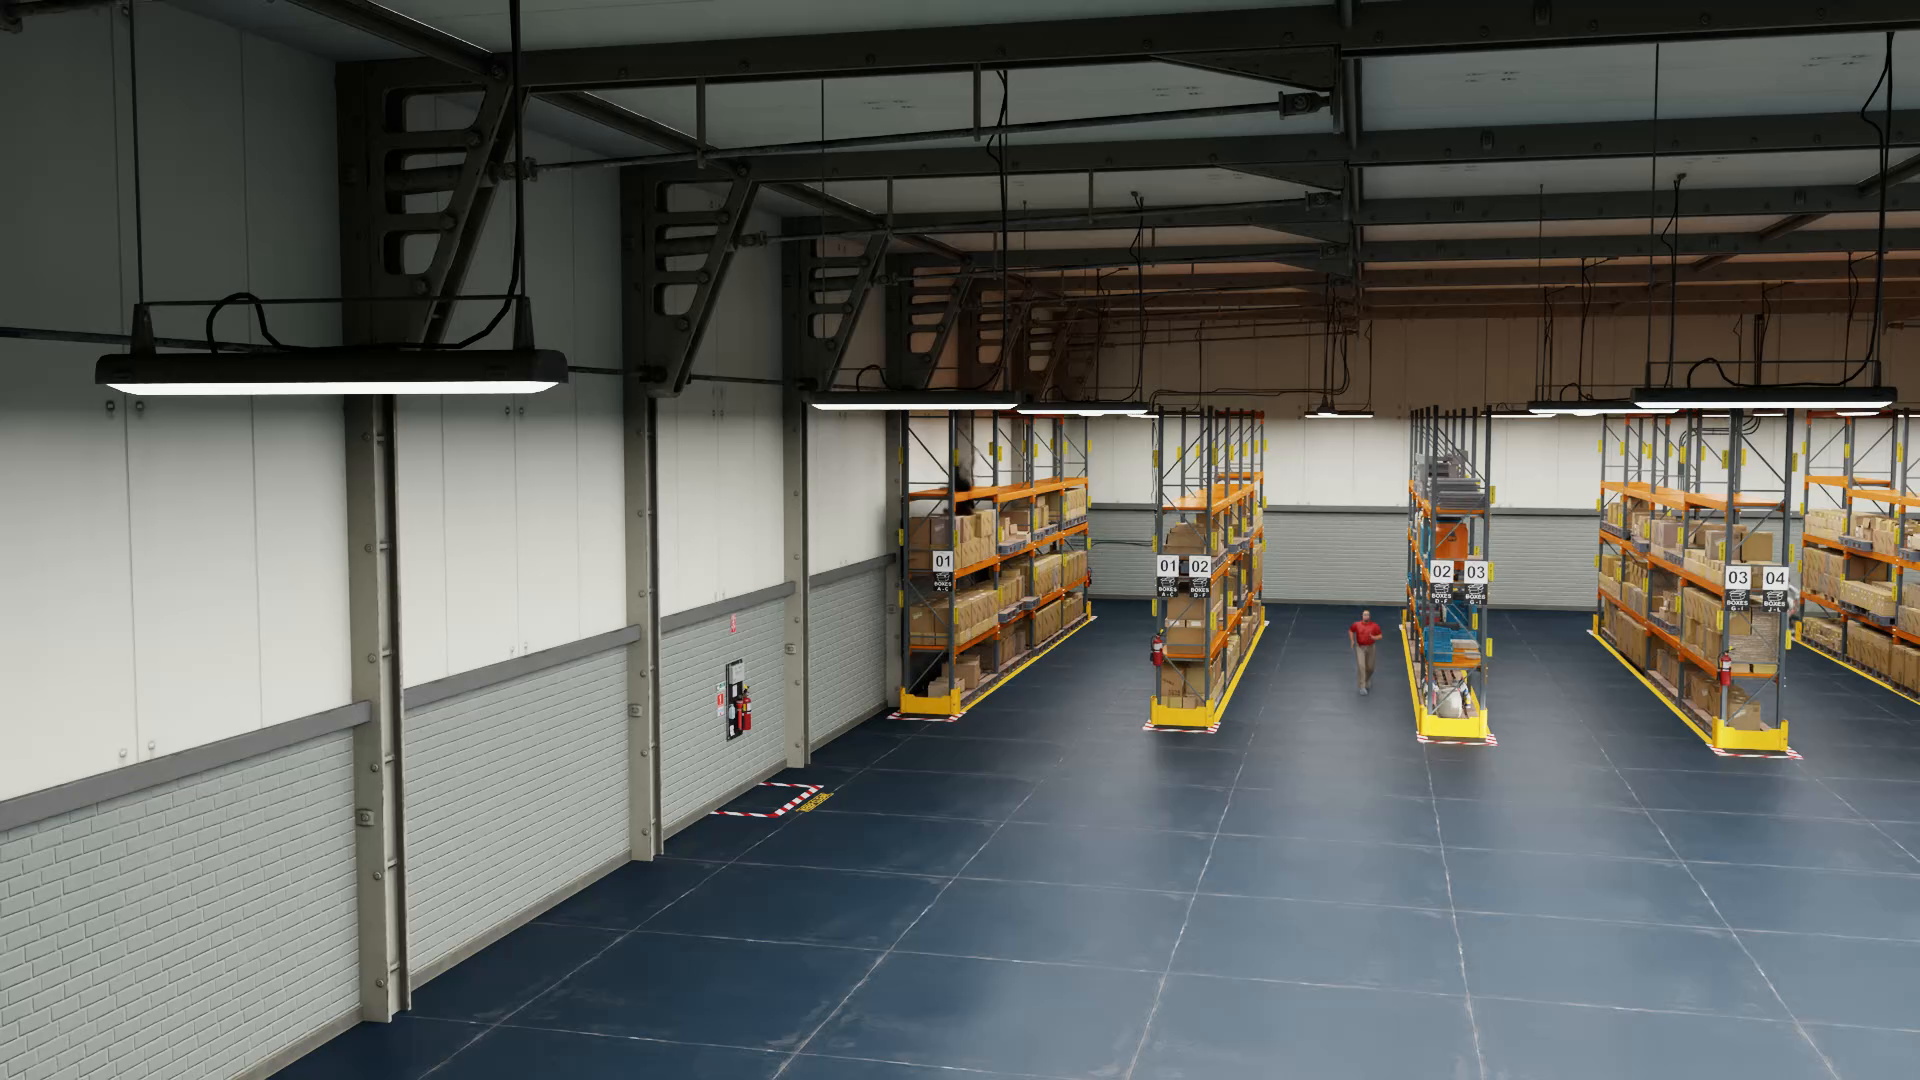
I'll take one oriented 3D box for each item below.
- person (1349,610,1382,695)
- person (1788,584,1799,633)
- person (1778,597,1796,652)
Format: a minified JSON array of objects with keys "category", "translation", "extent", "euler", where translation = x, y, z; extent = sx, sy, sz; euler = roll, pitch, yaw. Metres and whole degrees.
[{"category":"person","translation":[8.538,2.331,34.981],"extent":[0.662,1.716,0.962],"euler":[0,4,6]},{"category":"person","translation":[22.057,1.755,44.392],"extent":[0.761,1.604,0.557],"euler":[-1,4,-10]},{"category":"person","translation":[19.838,1.966,40.155],"extent":[0.640,1.760,0.616],"euler":[1,4,17]}]
